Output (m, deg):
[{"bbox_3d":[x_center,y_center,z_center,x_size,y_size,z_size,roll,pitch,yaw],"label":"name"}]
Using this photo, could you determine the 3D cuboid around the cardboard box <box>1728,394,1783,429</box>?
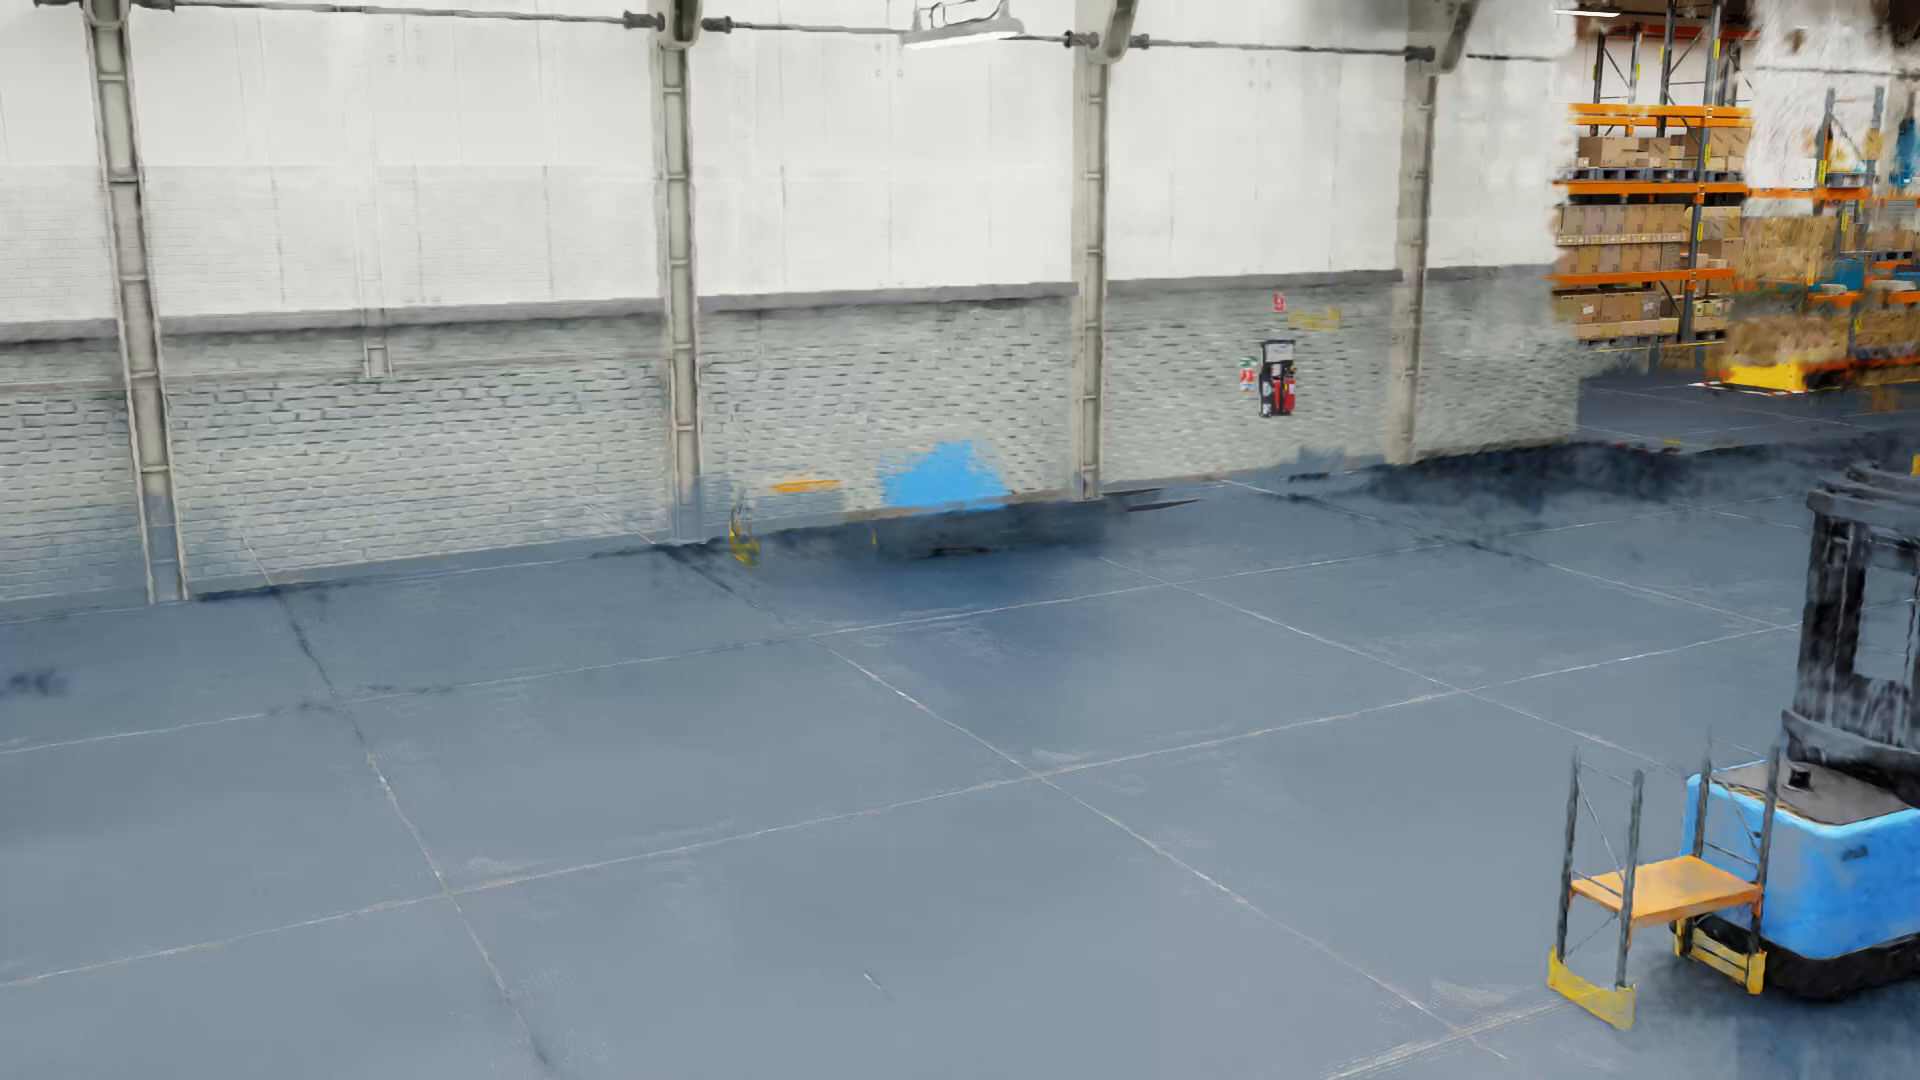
[{"bbox_3d":[8.635,-4.763,33.131,0.500,0.500,0.700,-8,15,-31],"label":"cardboard box"}]

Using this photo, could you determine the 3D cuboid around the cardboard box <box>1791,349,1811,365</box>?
[{"bbox_3d":[9.181,-5.727,33.021,0.500,0.250,0.500,-7,14,-28],"label":"cardboard box"}]

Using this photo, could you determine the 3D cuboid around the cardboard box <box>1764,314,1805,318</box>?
[{"bbox_3d":[9.358,-6.245,33.614,0.500,0.500,0.500,-7,14,-28],"label":"cardboard box"}]

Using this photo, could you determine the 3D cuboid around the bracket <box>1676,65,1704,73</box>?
[{"bbox_3d":[6.822,-10.396,31.608,0.430,0.232,0.235,-7,14,-28],"label":"bracket"}]

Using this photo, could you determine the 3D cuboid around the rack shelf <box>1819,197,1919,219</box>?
[{"bbox_3d":[12.082,-8.596,34.361,4.000,0.370,1.077,-7,14,-28],"label":"rack shelf"}]

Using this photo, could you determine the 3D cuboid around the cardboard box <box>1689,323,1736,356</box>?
[{"bbox_3d":[7.379,-5.879,31.990,0.500,0.500,0.500,-7,14,-28],"label":"cardboard box"}]

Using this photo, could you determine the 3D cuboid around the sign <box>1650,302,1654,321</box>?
[{"bbox_3d":[6.568,-6.413,32.415,0.005,0.325,0.100,-7,14,-28],"label":"sign"}]

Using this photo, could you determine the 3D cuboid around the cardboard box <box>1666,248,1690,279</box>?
[{"bbox_3d":[7.061,-7.199,32.161,0.500,0.500,0.500,-6,14,-24],"label":"cardboard box"}]

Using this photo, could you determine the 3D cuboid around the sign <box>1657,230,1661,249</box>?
[{"bbox_3d":[6.568,-7.589,32.150,0.005,0.325,0.100,-7,14,-28],"label":"sign"}]

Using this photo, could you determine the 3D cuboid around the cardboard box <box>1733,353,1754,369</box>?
[{"bbox_3d":[7.845,-5.569,32.317,0.500,0.250,0.500,-7,15,-30],"label":"cardboard box"}]

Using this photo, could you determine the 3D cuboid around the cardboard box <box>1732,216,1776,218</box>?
[{"bbox_3d":[8.431,-7.849,32.770,0.500,0.500,0.500,-7,14,-28],"label":"cardboard box"}]

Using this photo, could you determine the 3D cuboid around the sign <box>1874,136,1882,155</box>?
[{"bbox_3d":[10.571,-9.320,32.719,0.005,0.325,0.100,-7,14,-28],"label":"sign"}]

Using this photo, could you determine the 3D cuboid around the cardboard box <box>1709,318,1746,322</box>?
[{"bbox_3d":[8.026,-6.084,32.899,0.500,0.500,0.500,-7,15,-29],"label":"cardboard box"}]

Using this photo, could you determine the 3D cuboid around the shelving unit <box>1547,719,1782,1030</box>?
[{"bbox_3d":[-1.280,-0.617,13.437,1.083,1.500,0.587,-6,14,-23],"label":"shelving unit"}]

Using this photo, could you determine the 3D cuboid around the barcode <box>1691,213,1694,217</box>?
[{"bbox_3d":[7.200,-8.048,32.336,0.075,0.075,0.001,-7,14,-28],"label":"barcode"}]

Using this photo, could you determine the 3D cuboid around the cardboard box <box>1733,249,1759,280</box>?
[{"bbox_3d":[7.718,-7.143,31.912,0.500,0.500,0.500,-6,14,-24],"label":"cardboard box"}]

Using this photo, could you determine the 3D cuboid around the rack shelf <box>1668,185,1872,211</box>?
[{"bbox_3d":[8.571,-8.369,32.448,4.000,0.370,1.077,-7,14,-28],"label":"rack shelf"}]

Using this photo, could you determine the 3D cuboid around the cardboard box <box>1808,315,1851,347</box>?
[{"bbox_3d":[10.060,-6.198,33.408,0.500,0.500,0.500,-7,14,-28],"label":"cardboard box"}]

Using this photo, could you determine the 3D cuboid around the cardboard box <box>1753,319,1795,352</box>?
[{"bbox_3d":[8.721,-6.039,32.700,0.500,0.500,0.500,-6,14,-26],"label":"cardboard box"}]

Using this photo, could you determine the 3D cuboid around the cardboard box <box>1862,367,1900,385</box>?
[{"bbox_3d":[11.805,-5.549,34.919,0.500,0.250,0.500,-7,15,-29],"label":"cardboard box"}]

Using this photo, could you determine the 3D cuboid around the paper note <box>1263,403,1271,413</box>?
[{"bbox_3d":[-0.626,-4.506,29.306,0.142,0.148,0.016,-7,14,-28],"label":"paper note"}]

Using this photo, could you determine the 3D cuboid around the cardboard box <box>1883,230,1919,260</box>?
[{"bbox_3d":[11.928,-7.894,34.339,0.500,0.500,0.500,-7,15,-30],"label":"cardboard box"}]

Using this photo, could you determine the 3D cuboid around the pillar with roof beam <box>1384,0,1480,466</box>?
[{"bbox_3d":[3.812,-7.291,26.010,0.400,9.000,9.100,-7,14,-28],"label":"pillar with roof beam"}]

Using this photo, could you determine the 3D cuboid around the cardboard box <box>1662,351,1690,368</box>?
[{"bbox_3d":[7.133,-5.608,32.491,0.500,0.250,0.500,-7,14,-27],"label":"cardboard box"}]

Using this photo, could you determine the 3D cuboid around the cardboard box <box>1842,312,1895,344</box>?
[{"bbox_3d":[11.284,-6.373,34.366,0.500,0.500,0.700,-5,14,-22],"label":"cardboard box"}]

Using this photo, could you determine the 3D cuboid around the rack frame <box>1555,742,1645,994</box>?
[{"bbox_3d":[-1.754,-0.572,13.233,0.032,1.500,0.500,-6,14,-23],"label":"rack frame"}]

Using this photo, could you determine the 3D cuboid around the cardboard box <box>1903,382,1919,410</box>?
[{"bbox_3d":[12.300,-5.246,35.279,0.500,0.500,0.700,-7,14,-28],"label":"cardboard box"}]

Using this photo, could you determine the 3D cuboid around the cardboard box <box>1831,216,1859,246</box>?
[{"bbox_3d":[10.017,-7.910,33.043,0.500,0.500,0.500,-8,15,-33],"label":"cardboard box"}]

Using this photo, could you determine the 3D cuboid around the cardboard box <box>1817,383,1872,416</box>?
[{"bbox_3d":[10.965,-5.081,34.546,0.500,0.500,0.700,-6,14,-26],"label":"cardboard box"}]

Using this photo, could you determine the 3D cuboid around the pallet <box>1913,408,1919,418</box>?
[{"bbox_3d":[13.151,-4.984,35.774,1.213,0.211,1.003,-7,14,-28],"label":"pallet"}]

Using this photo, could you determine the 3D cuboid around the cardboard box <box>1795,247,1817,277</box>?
[{"bbox_3d":[9.084,-7.310,32.655,0.500,0.500,0.500,-7,15,-30],"label":"cardboard box"}]

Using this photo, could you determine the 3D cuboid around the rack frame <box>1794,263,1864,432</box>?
[{"bbox_3d":[10.327,-6.005,33.962,0.127,3.000,1.000,-7,14,-28],"label":"rack frame"}]

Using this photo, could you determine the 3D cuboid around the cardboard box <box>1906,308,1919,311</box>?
[{"bbox_3d":[12.952,-6.574,35.260,0.500,0.500,0.700,-8,15,-33],"label":"cardboard box"}]

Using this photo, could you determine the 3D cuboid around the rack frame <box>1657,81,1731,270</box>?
[{"bbox_3d":[6.816,-8.511,31.433,0.127,3.000,1.000,-7,14,-28],"label":"rack frame"}]

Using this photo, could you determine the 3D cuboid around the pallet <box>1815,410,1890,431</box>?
[{"bbox_3d":[11.009,-4.727,34.633,1.213,0.211,1.003,-7,14,-28],"label":"pallet"}]

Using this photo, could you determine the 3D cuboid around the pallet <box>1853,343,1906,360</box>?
[{"bbox_3d":[11.067,-5.964,34.216,1.213,0.211,1.003,-7,14,-28],"label":"pallet"}]

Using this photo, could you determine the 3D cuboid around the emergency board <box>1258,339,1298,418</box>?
[{"bbox_3d":[-0.438,-4.941,29.233,0.643,1.169,0.194,-7,14,-28],"label":"emergency board"}]

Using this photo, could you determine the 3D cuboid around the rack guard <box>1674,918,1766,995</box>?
[{"bbox_3d":[-0.824,-0.052,13.770,0.087,0.250,0.587,-6,14,-23],"label":"rack guard"}]

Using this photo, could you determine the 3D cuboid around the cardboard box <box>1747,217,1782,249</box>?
[{"bbox_3d":[8.179,-7.687,32.052,0.500,0.500,0.500,-6,14,-26],"label":"cardboard box"}]

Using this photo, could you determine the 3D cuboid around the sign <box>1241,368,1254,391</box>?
[{"bbox_3d":[-0.973,-4.920,29.059,0.234,0.329,0.001,-7,14,-28],"label":"sign"}]

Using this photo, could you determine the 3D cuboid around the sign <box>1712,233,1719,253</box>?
[{"bbox_3d":[7.076,-7.370,31.202,0.005,0.325,0.100,-7,14,-28],"label":"sign"}]

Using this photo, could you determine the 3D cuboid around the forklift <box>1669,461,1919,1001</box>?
[{"bbox_3d":[0.618,-1.498,14.090,3.031,2.935,1.130,-6,14,-25],"label":"forklift"}]
